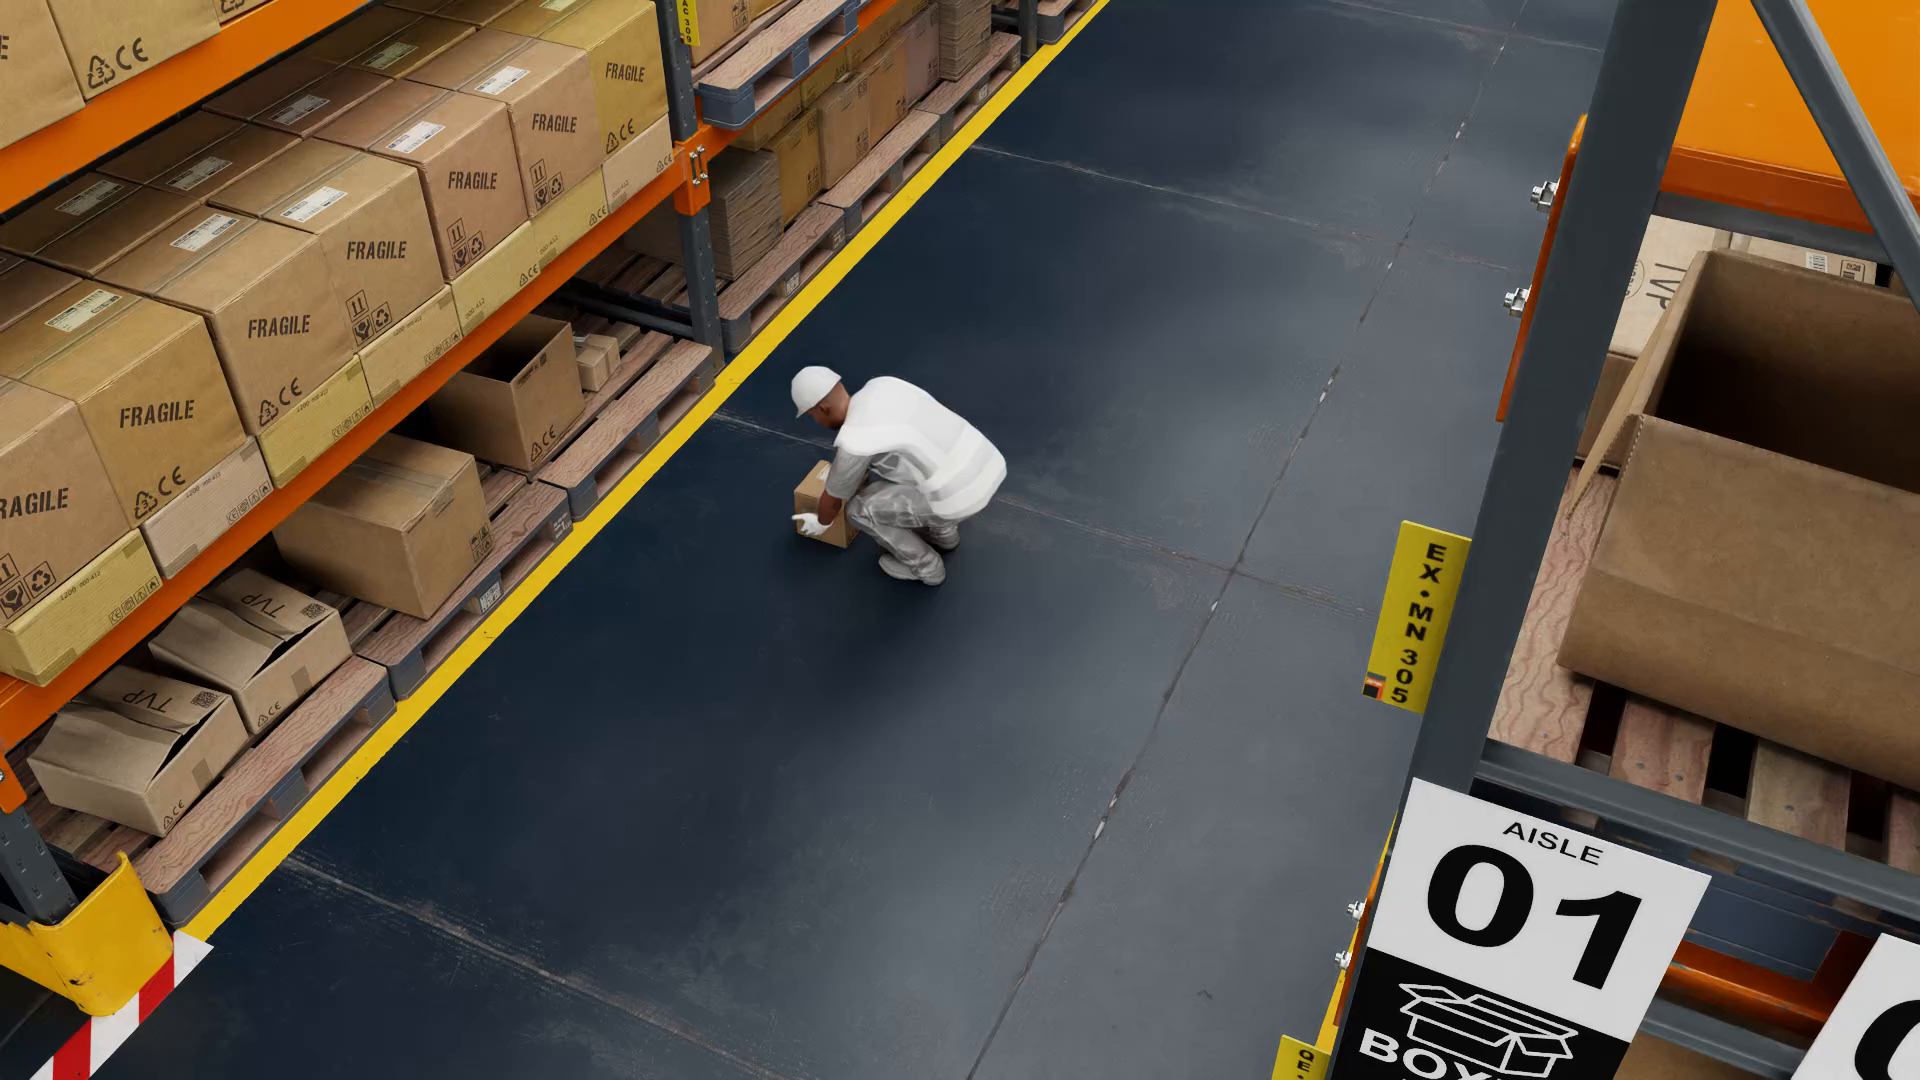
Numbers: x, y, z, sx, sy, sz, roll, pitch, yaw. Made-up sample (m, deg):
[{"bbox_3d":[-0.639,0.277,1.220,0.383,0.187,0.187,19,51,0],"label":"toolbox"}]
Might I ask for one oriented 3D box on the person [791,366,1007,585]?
[{"bbox_3d":[-0.273,-0.288,7.122,0.906,0.922,0.567,17,44,18],"label":"person"}]
